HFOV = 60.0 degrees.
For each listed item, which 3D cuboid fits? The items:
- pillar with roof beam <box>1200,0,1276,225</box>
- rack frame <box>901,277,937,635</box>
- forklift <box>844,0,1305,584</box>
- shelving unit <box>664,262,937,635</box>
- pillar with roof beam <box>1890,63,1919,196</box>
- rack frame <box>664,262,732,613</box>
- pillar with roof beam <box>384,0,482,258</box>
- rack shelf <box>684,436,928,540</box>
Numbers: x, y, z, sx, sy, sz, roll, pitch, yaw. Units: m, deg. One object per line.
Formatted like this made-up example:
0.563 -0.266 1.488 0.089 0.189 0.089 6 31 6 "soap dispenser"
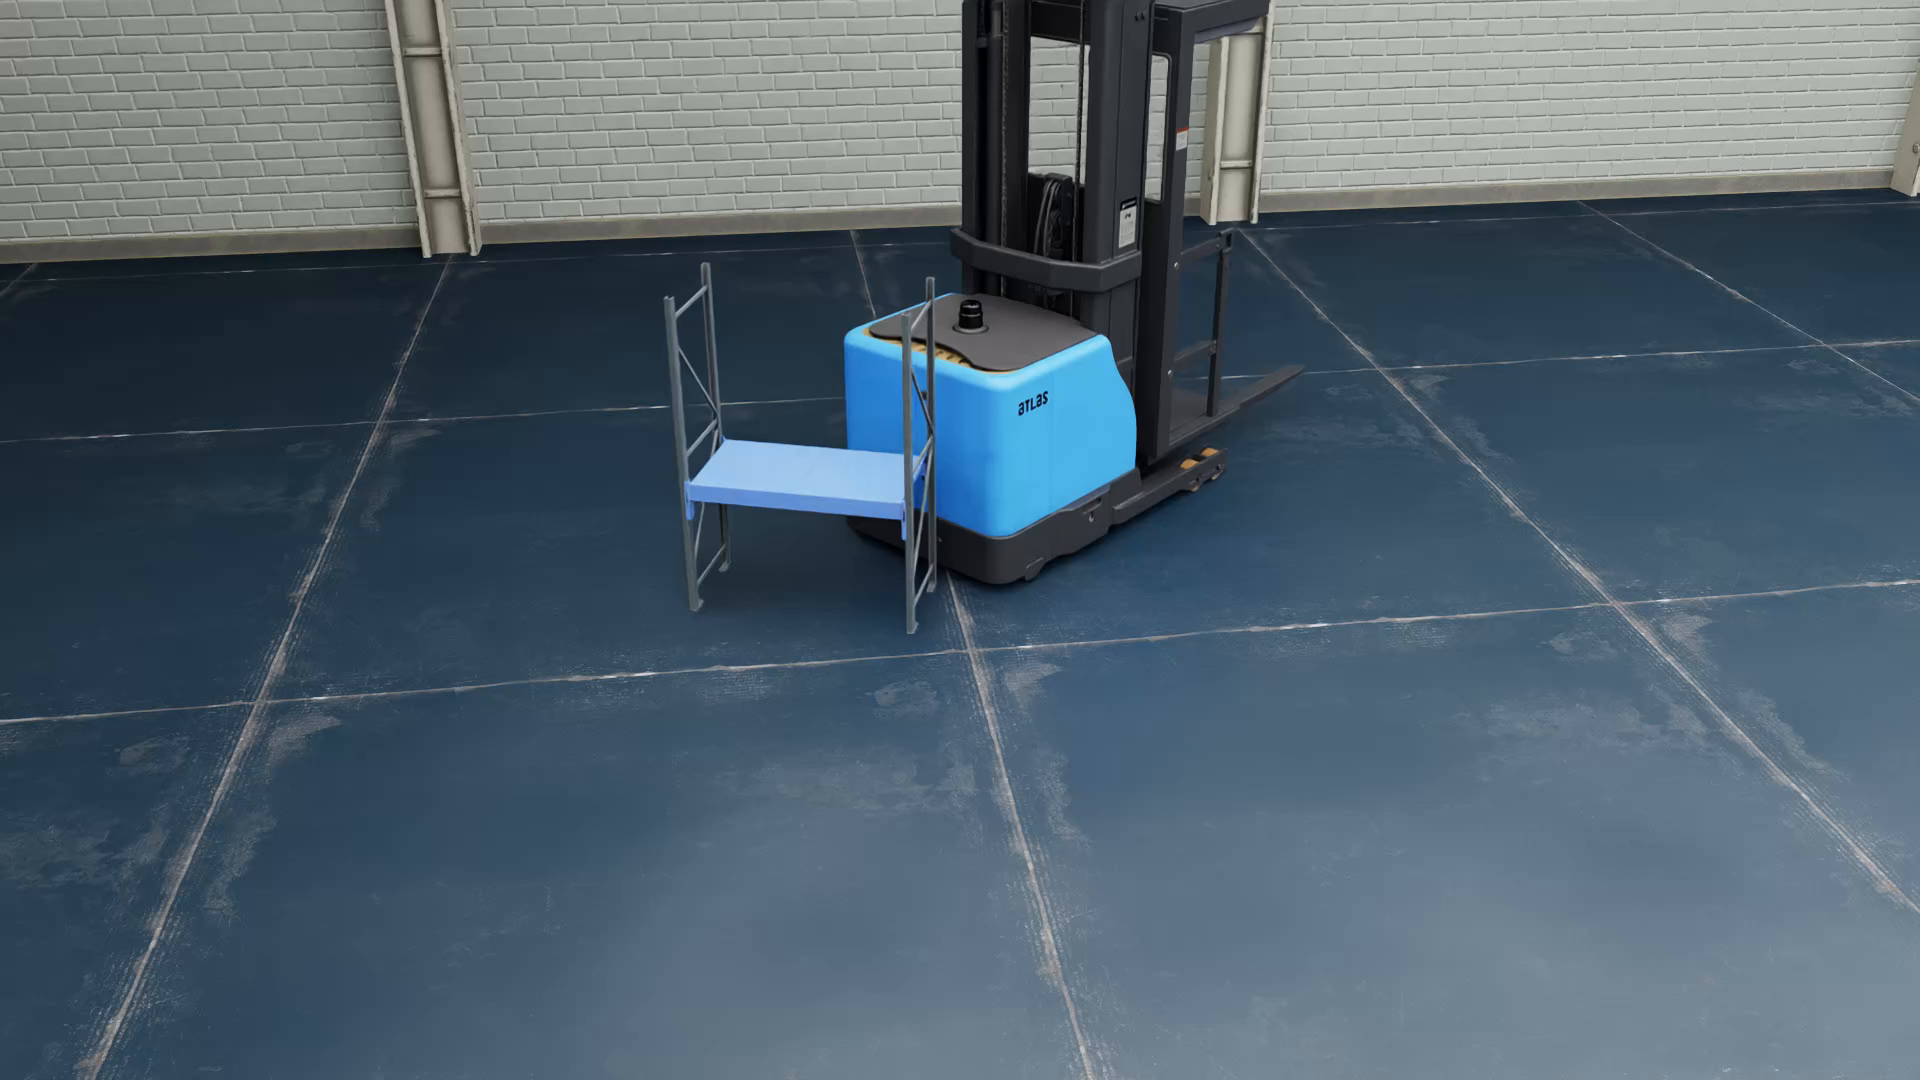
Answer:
2.733 -4.616 7.390 0.400 9.000 9.100 -4 27 -7 "pillar with roof beam"
-0.174 -0.355 7.300 0.032 1.500 0.500 5 28 10 "rack frame"
0.778 -1.694 8.341 1.130 2.935 3.031 21 34 35 "forklift"
-0.672 -0.402 7.390 1.048 1.500 0.538 5 28 10 "shelving unit"
8.674 -4.998 8.133 0.400 9.000 9.100 -4 27 -7 "pillar with roof beam"
-1.170 -0.448 7.480 0.032 1.500 0.500 5 28 10 "rack frame"
-3.209 -4.235 6.646 0.400 9.000 9.100 -4 27 -7 "pillar with roof beam"
-0.672 -0.242 7.472 1.000 0.185 0.538 5 28 10 "rack shelf"
